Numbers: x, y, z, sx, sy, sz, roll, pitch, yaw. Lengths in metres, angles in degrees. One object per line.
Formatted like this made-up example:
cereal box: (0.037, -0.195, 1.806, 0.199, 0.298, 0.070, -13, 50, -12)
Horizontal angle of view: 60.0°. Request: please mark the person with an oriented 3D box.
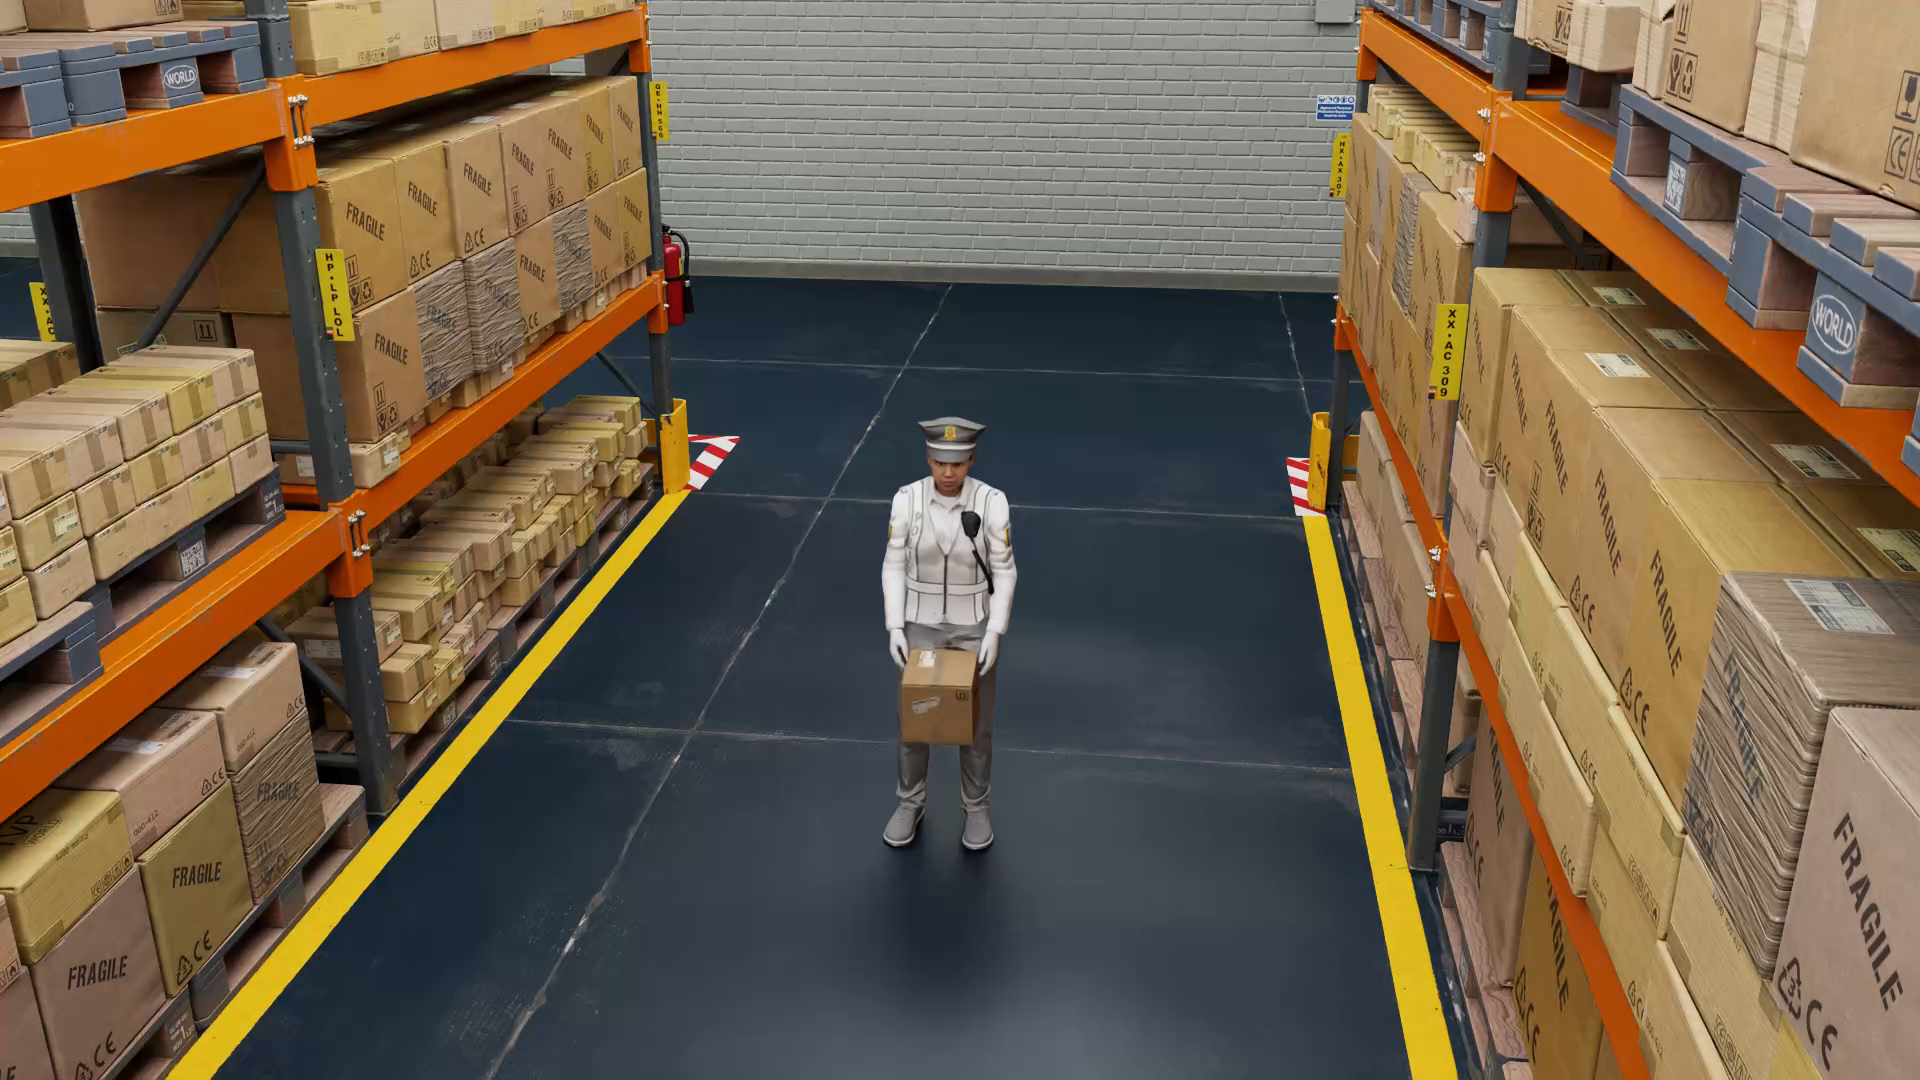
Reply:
person: (-0.043, 0.343, 6.175, 0.502, 1.680, 0.385, 2, 21, 5)
